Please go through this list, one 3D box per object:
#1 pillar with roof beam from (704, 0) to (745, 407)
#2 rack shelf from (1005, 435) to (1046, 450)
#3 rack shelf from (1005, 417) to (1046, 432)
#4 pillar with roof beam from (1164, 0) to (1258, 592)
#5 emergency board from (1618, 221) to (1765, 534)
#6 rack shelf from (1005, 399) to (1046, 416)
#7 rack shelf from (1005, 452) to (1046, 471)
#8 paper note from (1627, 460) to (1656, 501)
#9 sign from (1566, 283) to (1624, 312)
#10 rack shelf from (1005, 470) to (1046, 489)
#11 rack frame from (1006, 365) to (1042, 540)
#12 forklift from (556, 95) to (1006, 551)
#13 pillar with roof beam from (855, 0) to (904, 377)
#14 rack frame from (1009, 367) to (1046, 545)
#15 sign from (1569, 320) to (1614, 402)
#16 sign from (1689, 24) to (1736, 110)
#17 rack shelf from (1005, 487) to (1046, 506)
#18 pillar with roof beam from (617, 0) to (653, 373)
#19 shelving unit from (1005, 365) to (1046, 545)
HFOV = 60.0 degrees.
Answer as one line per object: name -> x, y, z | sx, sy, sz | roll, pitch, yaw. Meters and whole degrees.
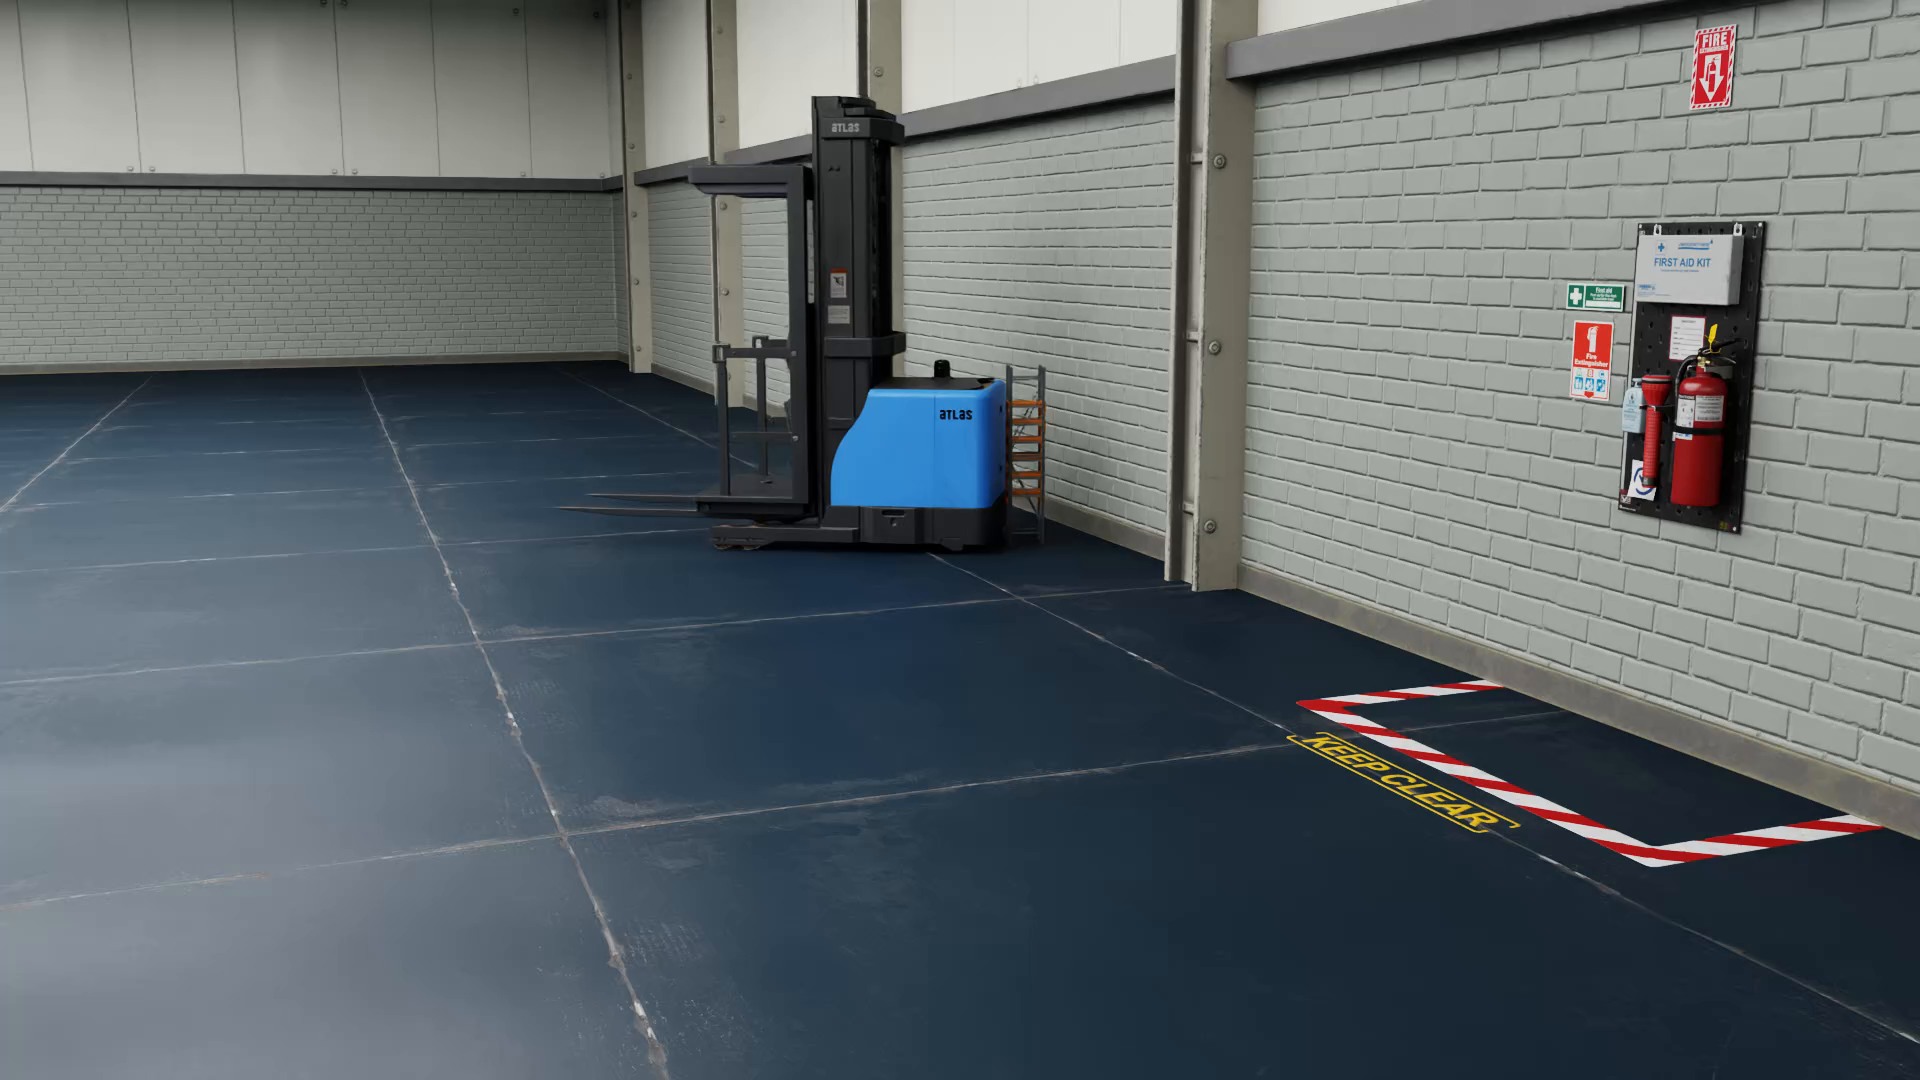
pillar with roof beam -> -6.909, -5.856, 18.645 | 9.100, 9.000, 0.400 | -4, 11, -21
rack shelf -> 0.440, -0.648, 11.205 | 0.258, 0.103, 0.180 | -1, 10, -5
rack shelf -> 0.440, -0.766, 11.184 | 0.258, 0.103, 0.180 | -1, 10, -5
pillar with roof beam -> -2.561, -3.897, 7.634 | 9.100, 9.000, 0.400 | -4, 11, -21
emergency board -> 2.766, -0.643, 6.470 | 0.194, 1.169, 0.643 | -4, 11, -21
rack shelf -> 0.440, -0.884, 11.163 | 0.258, 0.103, 0.180 | -1, 10, -5
rack shelf -> 0.440, -0.530, 11.226 | 0.258, 0.103, 0.180 | -1, 10, -5
paper note -> 2.766, -0.243, 6.735 | 0.016, 0.148, 0.142 | -4, 11, -21
sign -> 2.655, -1.017, 6.958 | 0.001, 0.109, 0.331 | -4, 11, -21
rack shelf -> 0.440, -0.412, 11.247 | 0.258, 0.103, 0.180 | -1, 10, -5
rack frame -> 0.433, -0.590, 11.308 | 0.240, 1.200, 0.006 | -1, 10, -5
forklift -> -1.225, -1.464, 11.283 | 3.031, 2.935, 1.130 | 1, 10, 8
pillar with roof beam -> -4.735, -4.876, 13.139 | 9.100, 9.000, 0.400 | -4, 11, -21
rack frame -> 0.448, -0.558, 11.129 | 0.240, 1.200, 0.006 | -1, 10, -5
sign -> 2.662, -0.757, 7.011 | 0.001, 0.329, 0.234 | -4, 11, -21
sign -> 2.856, -1.792, 6.310 | 0.001, 0.298, 0.199 | -4, 11, -21
rack shelf -> 0.440, -0.294, 11.268 | 0.258, 0.103, 0.180 | -1, 10, -5
pillar with roof beam -> -9.084, -6.835, 24.151 | 9.100, 9.000, 0.400 | -4, 11, -21
shelving unit -> 0.440, -0.574, 11.218 | 0.258, 1.200, 0.189 | -1, 10, -5
